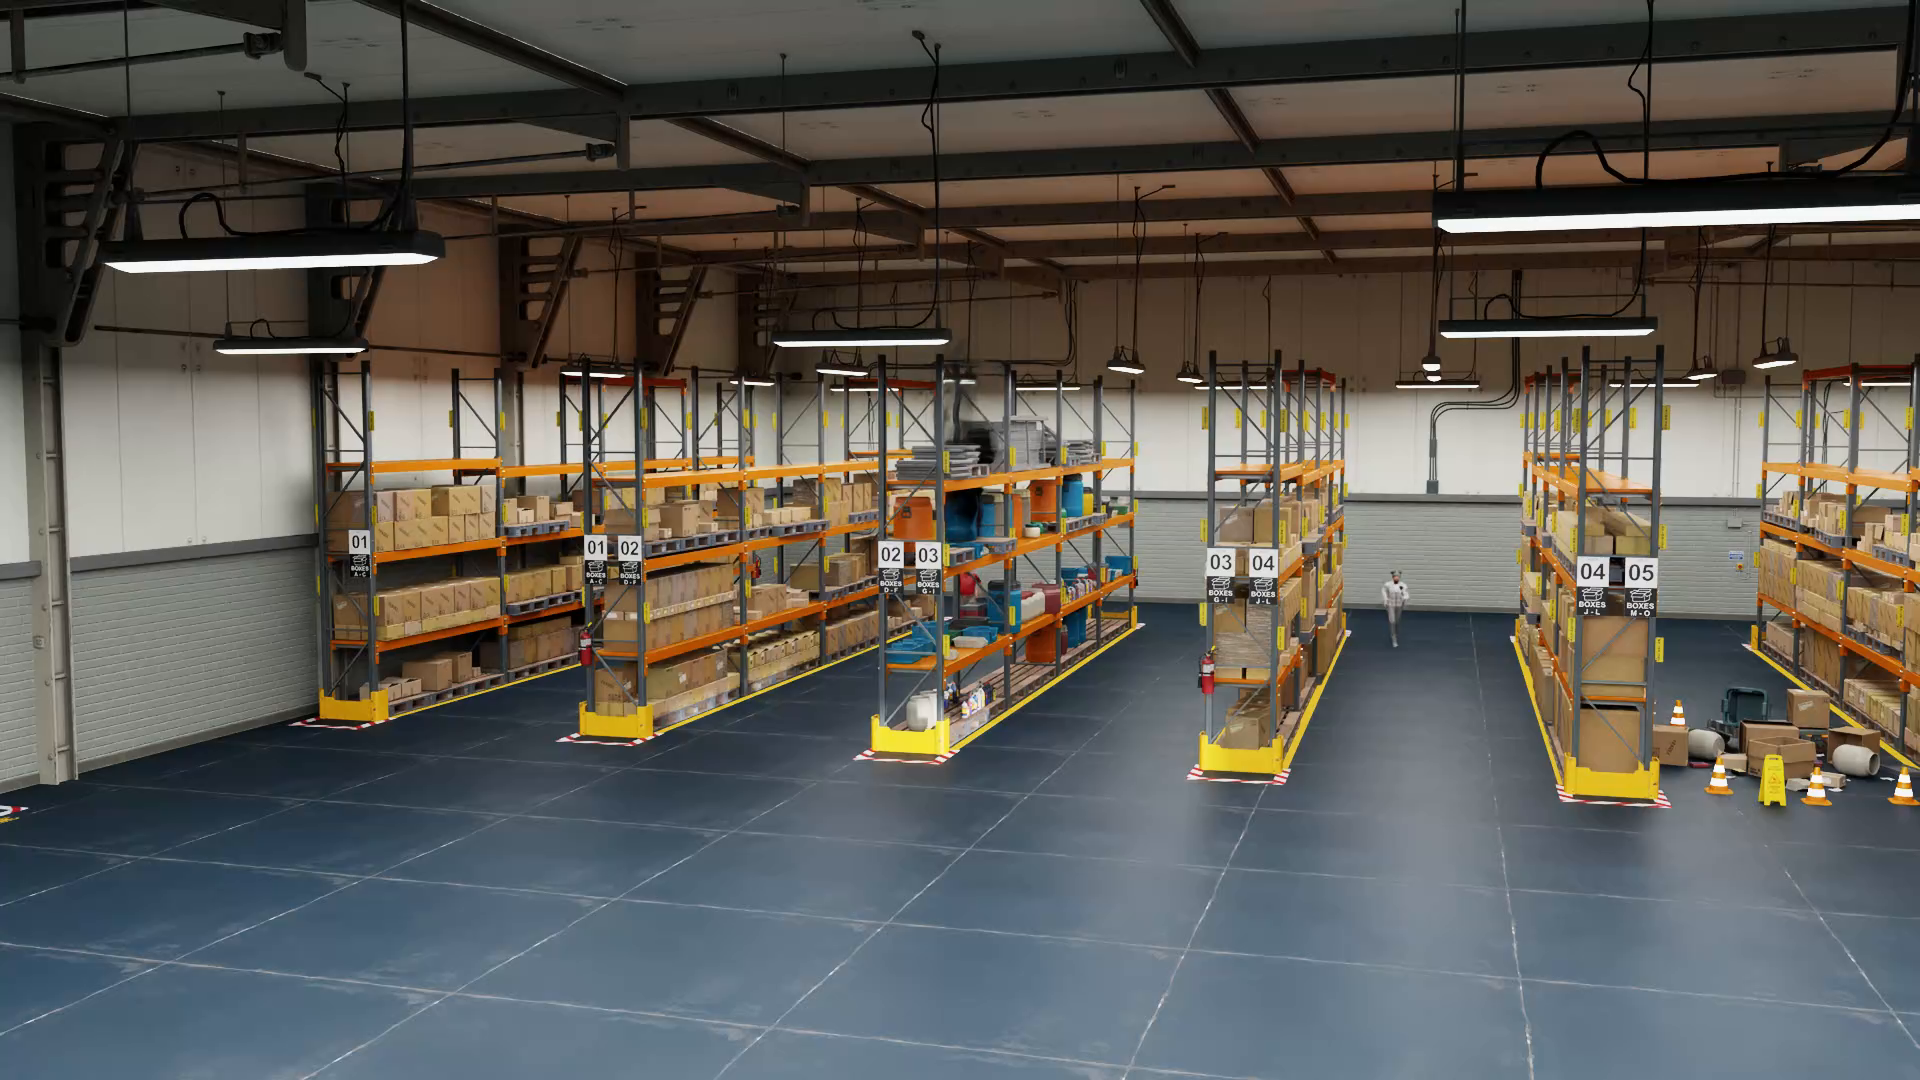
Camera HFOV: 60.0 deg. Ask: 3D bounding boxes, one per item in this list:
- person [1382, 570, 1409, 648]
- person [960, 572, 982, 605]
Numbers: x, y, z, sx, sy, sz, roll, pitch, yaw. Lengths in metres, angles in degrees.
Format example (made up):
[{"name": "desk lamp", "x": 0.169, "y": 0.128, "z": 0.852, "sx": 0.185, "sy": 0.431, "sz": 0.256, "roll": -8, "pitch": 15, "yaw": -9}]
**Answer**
[{"name": "person", "x": 9.729, "y": 1.512, "z": 37.169, "sx": 0.559, "sy": 1.718, "sz": 0.892, "roll": 0, "pitch": 4, "yaw": 4}, {"name": "person", "x": 0.169, "y": 1.407, "z": 38.585, "sx": 0.663, "sy": 1.729, "sz": 0.870, "roll": 0, "pitch": 4, "yaw": 5}]
